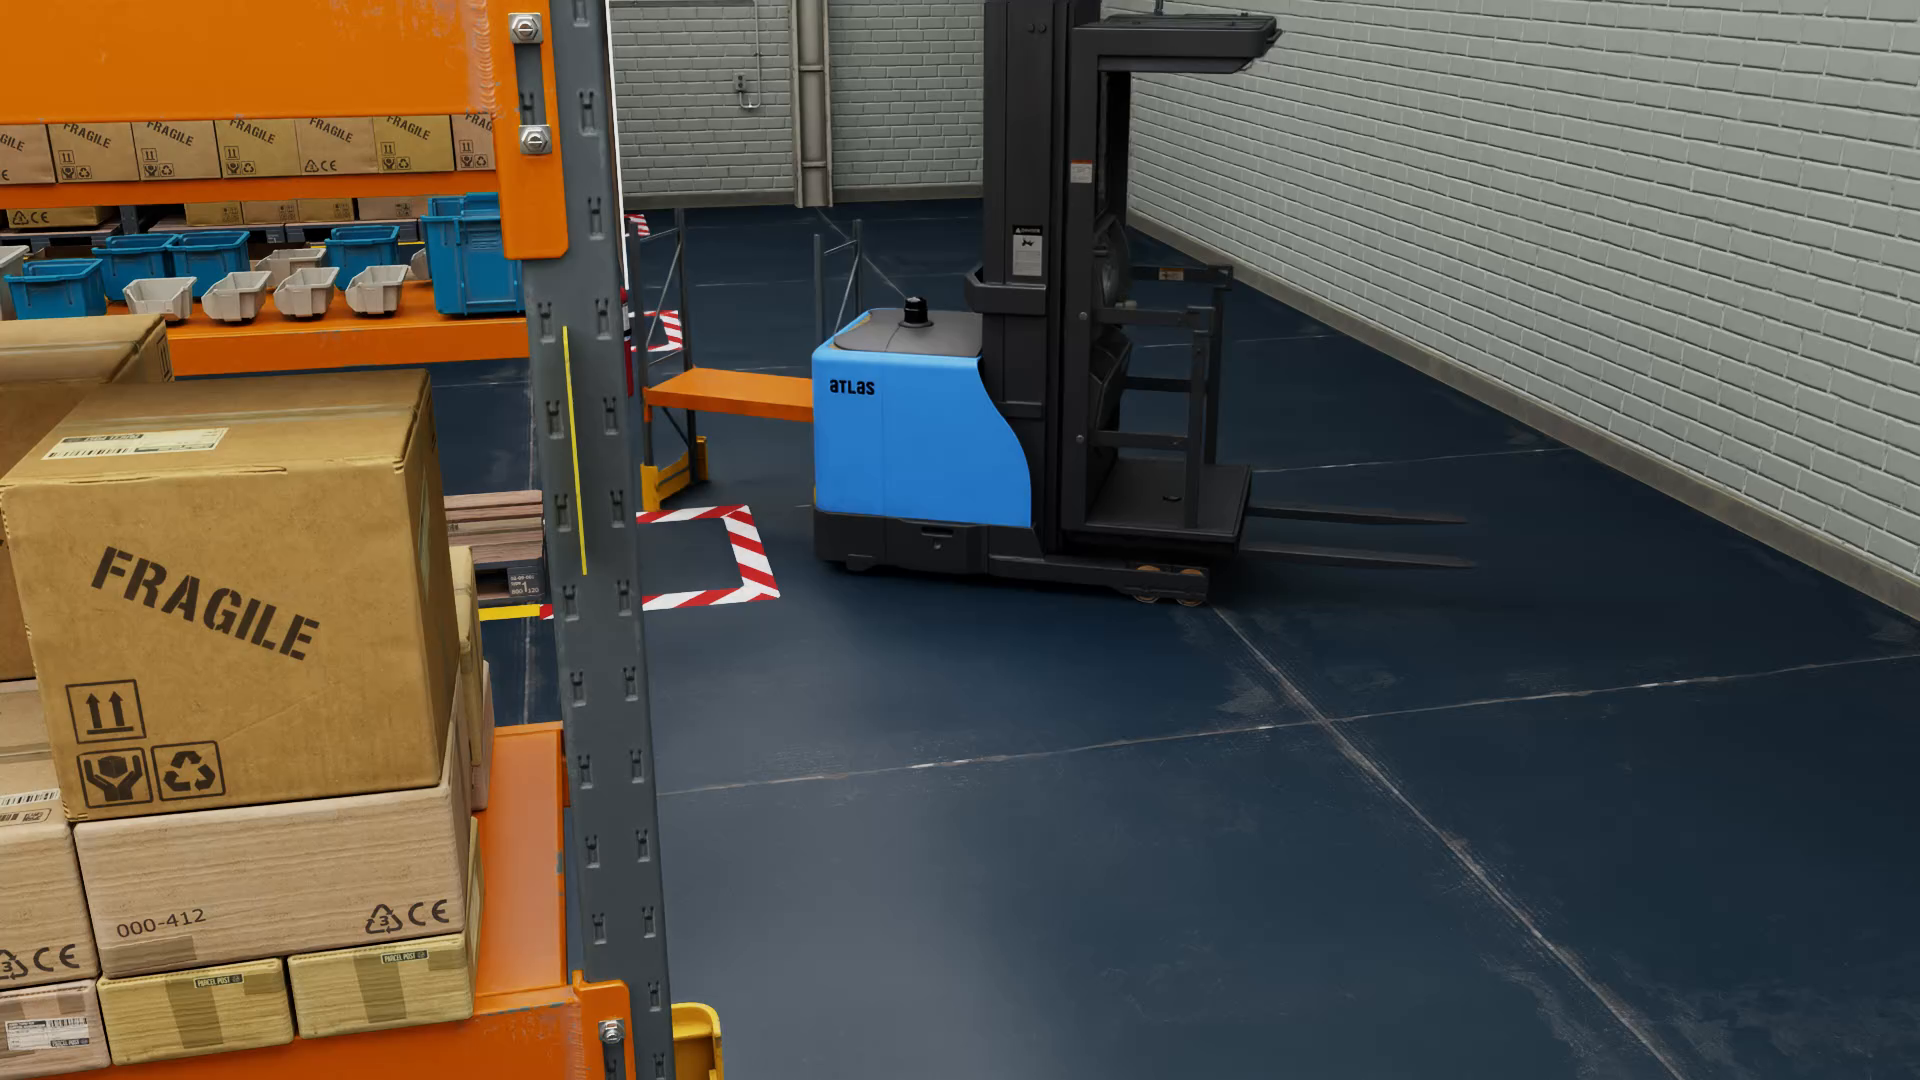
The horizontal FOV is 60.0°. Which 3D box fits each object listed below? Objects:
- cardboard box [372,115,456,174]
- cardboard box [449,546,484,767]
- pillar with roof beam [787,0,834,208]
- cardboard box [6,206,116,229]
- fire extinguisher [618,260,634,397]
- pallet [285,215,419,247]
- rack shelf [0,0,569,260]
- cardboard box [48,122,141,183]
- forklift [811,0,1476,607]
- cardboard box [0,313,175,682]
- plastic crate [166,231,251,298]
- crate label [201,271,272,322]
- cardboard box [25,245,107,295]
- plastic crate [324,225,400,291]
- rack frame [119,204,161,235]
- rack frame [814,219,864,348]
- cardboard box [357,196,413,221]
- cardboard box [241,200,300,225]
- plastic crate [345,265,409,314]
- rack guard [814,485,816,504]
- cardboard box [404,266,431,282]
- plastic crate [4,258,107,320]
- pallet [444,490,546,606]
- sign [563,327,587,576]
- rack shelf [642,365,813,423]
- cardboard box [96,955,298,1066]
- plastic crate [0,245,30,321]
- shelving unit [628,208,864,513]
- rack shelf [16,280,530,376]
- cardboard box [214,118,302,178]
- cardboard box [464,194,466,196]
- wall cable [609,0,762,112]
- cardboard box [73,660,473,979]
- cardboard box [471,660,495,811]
[{"bbox_3d":[-3.786,-2.842,11.566,0.500,0.500,0.500,-4,21,-12],"label":"cardboard box"},{"bbox_3d":[-1.162,0.231,3.109,0.500,0.250,0.500,-5,21,-14],"label":"cardboard box"},{"bbox_3d":[-0.633,-6.501,12.978,0.400,9.000,9.100,-5,21,-12],"label":"pillar with roof beam"},{"bbox_3d":[-8.548,-3.398,15.744,0.750,0.750,0.750,-4,21,-12],"label":"cardboard box"},{"bbox_3d":[-1.521,-0.954,7.212,0.183,0.674,0.296,-5,21,-12],"label":"fire extinguisher"},{"bbox_3d":[-5.998,-3.127,16.545,1.213,0.211,1.003,-5,21,-12],"label":"pallet"},{"bbox_3d":[-2.579,-0.560,2.167,4.000,0.370,1.077,-5,21,-12],"label":"rack shelf"},{"bbox_3d":[-5.745,-2.685,11.138,0.500,0.500,0.500,-4,21,-12],"label":"cardboard box"},{"bbox_3d":[0.879,-1.278,7.541,3.031,2.935,1.130,5,21,12],"label":"forklift"},{"bbox_3d":[-1.649,-0.082,2.872,0.500,0.500,0.500,-5,21,-14],"label":"cardboard box"},{"bbox_3d":[-3.370,-1.241,7.499,0.300,0.233,0.416,-5,21,-12],"label":"plastic crate"},{"bbox_3d":[-3.075,-1.036,7.079,0.243,0.136,0.396,-5,21,-12],"label":"crate label"},{"bbox_3d":[-6.312,-1.820,11.917,0.500,0.500,0.500,-5,21,-12],"label":"cardboard box"},{"bbox_3d":[-2.729,-1.294,7.641,0.300,0.233,0.416,-5,21,-12],"label":"plastic crate"},{"bbox_3d":[-7.945,-4.305,15.706,0.127,3.000,1.000,-5,21,-12],"label":"rack frame"},{"bbox_3d":[-0.594,-0.824,8.383,0.032,1.500,0.500,7,21,19],"label":"rack frame"},{"bbox_3d":[-5.687,-3.477,16.468,0.500,0.500,0.700,-5,21,-14],"label":"cardboard box"},{"bbox_3d":[-6.704,-3.392,16.237,0.500,0.500,0.700,-5,21,-13],"label":"cardboard box"},{"bbox_3d":[-2.525,-1.085,7.211,0.243,0.136,0.396,-5,21,-12],"label":"plastic crate"},{"bbox_3d":[-0.596,-0.237,8.598,0.087,0.250,0.587,7,21,19],"label":"rack guard"},{"bbox_3d":[-3.990,-1.892,12.475,0.500,0.250,0.500,-5,21,-12],"label":"cardboard box"},{"bbox_3d":[-3.712,-1.007,6.858,0.300,0.233,0.416,-5,21,-12],"label":"plastic crate"},{"bbox_3d":[-2.584,0.056,7.854,1.213,0.211,1.003,-5,21,-12],"label":"pallet"},{"bbox_3d":[-0.522,-0.120,2.253,0.005,0.325,0.100,-5,21,-12],"label":"sign"},{"bbox_3d":[-1.070,-0.717,8.614,1.000,0.185,0.538,7,21,19],"label":"rack shelf"},{"bbox_3d":[-1.156,0.630,2.599,0.250,0.149,0.380,-4,21,-12],"label":"cardboard box"},{"bbox_3d":[-4.137,-1.021,6.825,0.530,0.282,0.437,-5,21,-12],"label":"plastic crate"},{"bbox_3d":[-1.061,-0.885,8.549,1.083,1.500,0.587,7,21,19],"label":"shelving unit"},{"bbox_3d":[-3.719,-0.809,7.209,4.000,0.370,1.077,-5,21,-12],"label":"rack shelf"},{"bbox_3d":[-4.763,-2.764,11.355,0.500,0.500,0.500,-5,21,-13],"label":"cardboard box"},{"bbox_3d":[-4.711,-3.556,16.685,0.500,0.500,0.700,-5,21,-12],"label":"cardboard box"},{"bbox_3d":[-3.024,-5.517,17.537,1.851,1.984,0.084,-5,21,-12],"label":"wall cable"},{"bbox_3d":[-1.044,0.410,2.619,0.500,0.250,0.500,-5,21,-13],"label":"cardboard box"},{"bbox_3d":[-1.054,0.388,3.259,0.250,0.149,0.380,-4,21,-12],"label":"cardboard box"}]
